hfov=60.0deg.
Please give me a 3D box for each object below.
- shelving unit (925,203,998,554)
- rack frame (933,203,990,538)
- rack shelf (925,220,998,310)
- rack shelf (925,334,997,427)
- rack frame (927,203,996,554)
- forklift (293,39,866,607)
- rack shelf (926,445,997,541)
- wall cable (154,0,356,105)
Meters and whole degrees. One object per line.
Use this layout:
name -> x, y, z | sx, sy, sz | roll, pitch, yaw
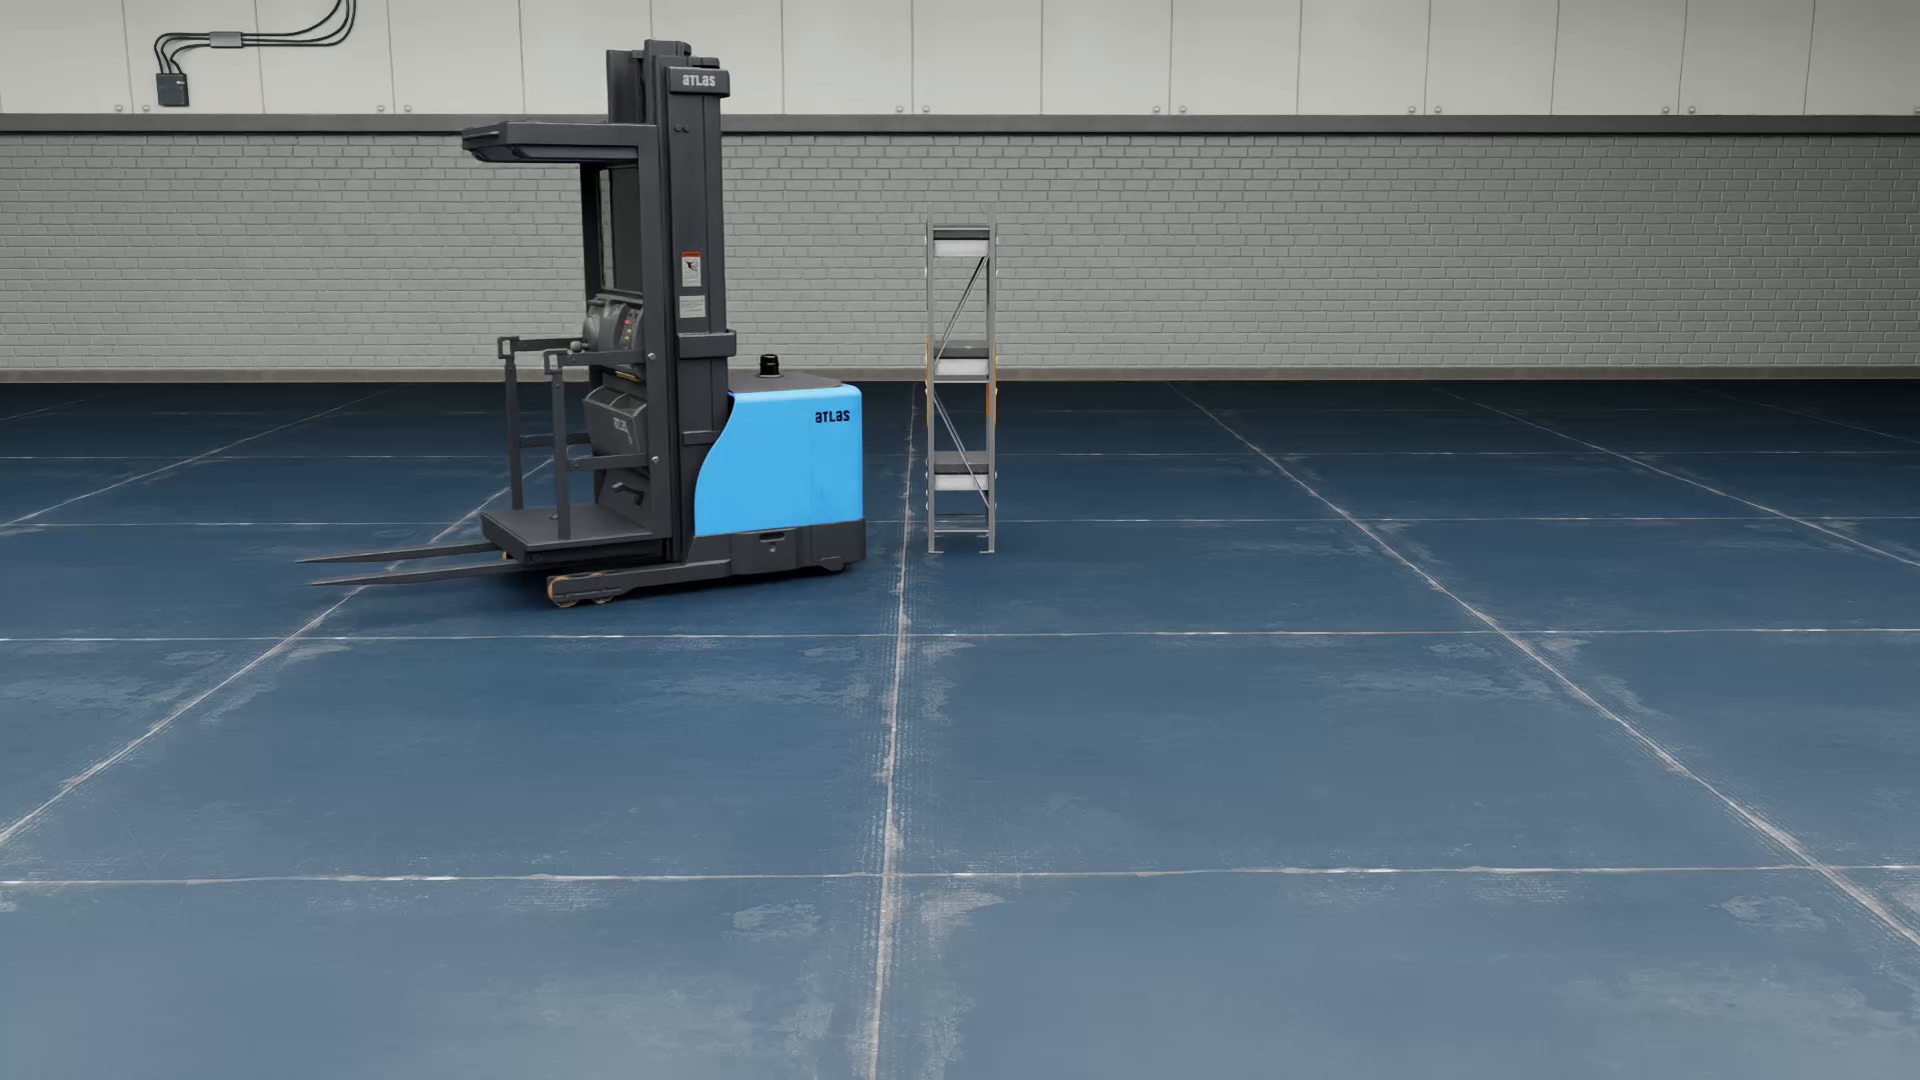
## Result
shelving unit -> 0.003, -0.996, 10.188 | 0.431, 2.100, 0.503 | 0, 11, -1
rack frame -> -0.002, -1.045, 10.427 | 0.400, 2.100, 0.015 | 0, 11, -1
rack shelf -> 0.003, -1.669, 10.052 | 0.431, 0.518, 0.480 | 0, 11, -1
rack shelf -> 0.003, -0.983, 10.191 | 0.431, 0.518, 0.480 | 0, 11, -1
rack frame -> 0.008, -0.948, 9.949 | 0.400, 2.100, 0.015 | 0, 11, -1
forklift -> -2.089, -1.199, 9.099 | 3.031, 2.935, 1.130 | -6, 13, -28
rack shelf -> 0.003, -0.297, 10.330 | 0.431, 0.518, 0.480 | 0, 11, -1
wall cable -> -8.045, -7.946, 18.542 | 2.305, 6.003, 0.169 | 0, 11, -1
